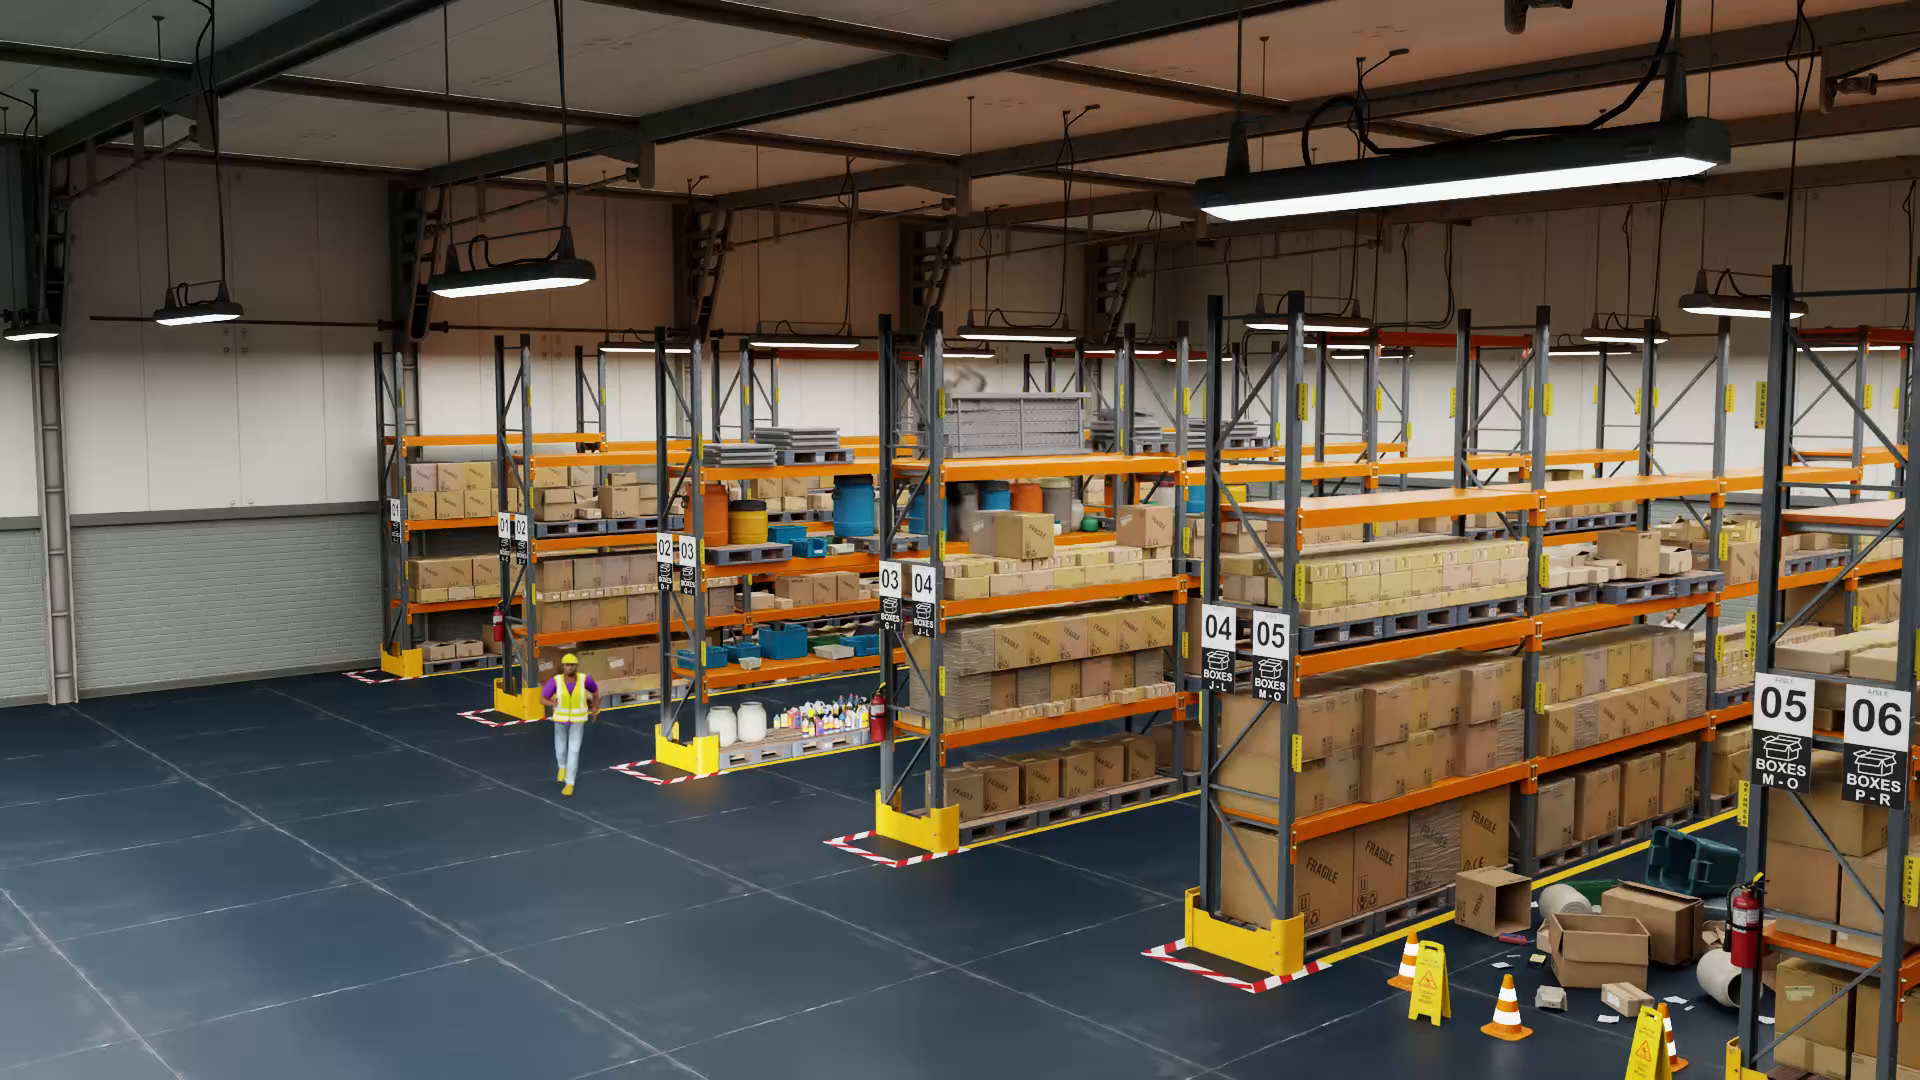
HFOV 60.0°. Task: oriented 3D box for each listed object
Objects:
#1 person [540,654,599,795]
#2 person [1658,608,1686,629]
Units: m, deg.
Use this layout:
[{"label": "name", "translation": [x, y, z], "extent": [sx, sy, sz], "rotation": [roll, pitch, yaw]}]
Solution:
[{"label": "person", "translation": [-5.004, 2.318, 21.306], "extent": [0.730, 1.747, 0.985], "rotation": [-1, 5, -9]}, {"label": "person", "translation": [11.583, 1.839, 27.083], "extent": [0.562, 1.598, 0.631], "rotation": [-4, 7, -41]}]
